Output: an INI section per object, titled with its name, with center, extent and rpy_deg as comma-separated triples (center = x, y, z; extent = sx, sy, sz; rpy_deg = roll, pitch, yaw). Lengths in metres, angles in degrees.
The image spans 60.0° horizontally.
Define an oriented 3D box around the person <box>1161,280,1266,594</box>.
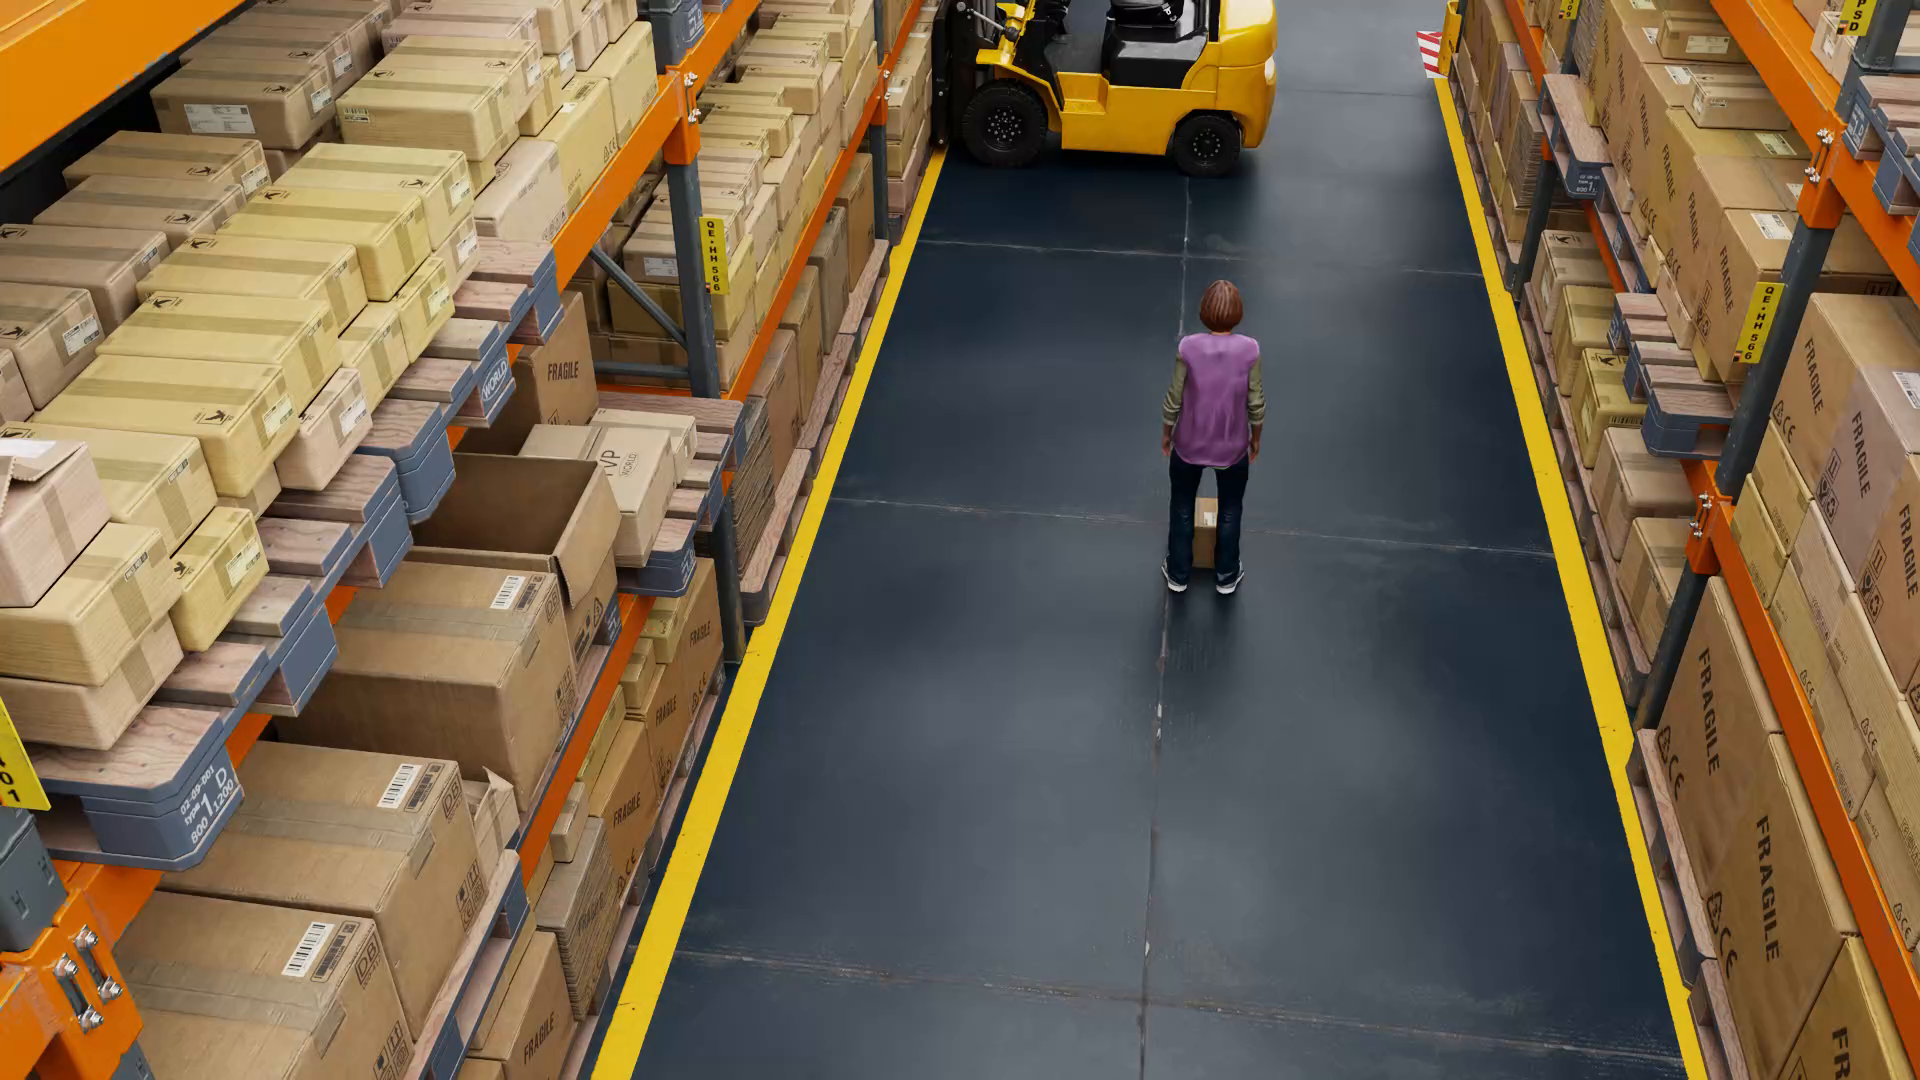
[person]
center = 1.149, -0.435, 7.631
extent = 0.461, 1.593, 0.343
rpy_deg = 5, 37, 6
